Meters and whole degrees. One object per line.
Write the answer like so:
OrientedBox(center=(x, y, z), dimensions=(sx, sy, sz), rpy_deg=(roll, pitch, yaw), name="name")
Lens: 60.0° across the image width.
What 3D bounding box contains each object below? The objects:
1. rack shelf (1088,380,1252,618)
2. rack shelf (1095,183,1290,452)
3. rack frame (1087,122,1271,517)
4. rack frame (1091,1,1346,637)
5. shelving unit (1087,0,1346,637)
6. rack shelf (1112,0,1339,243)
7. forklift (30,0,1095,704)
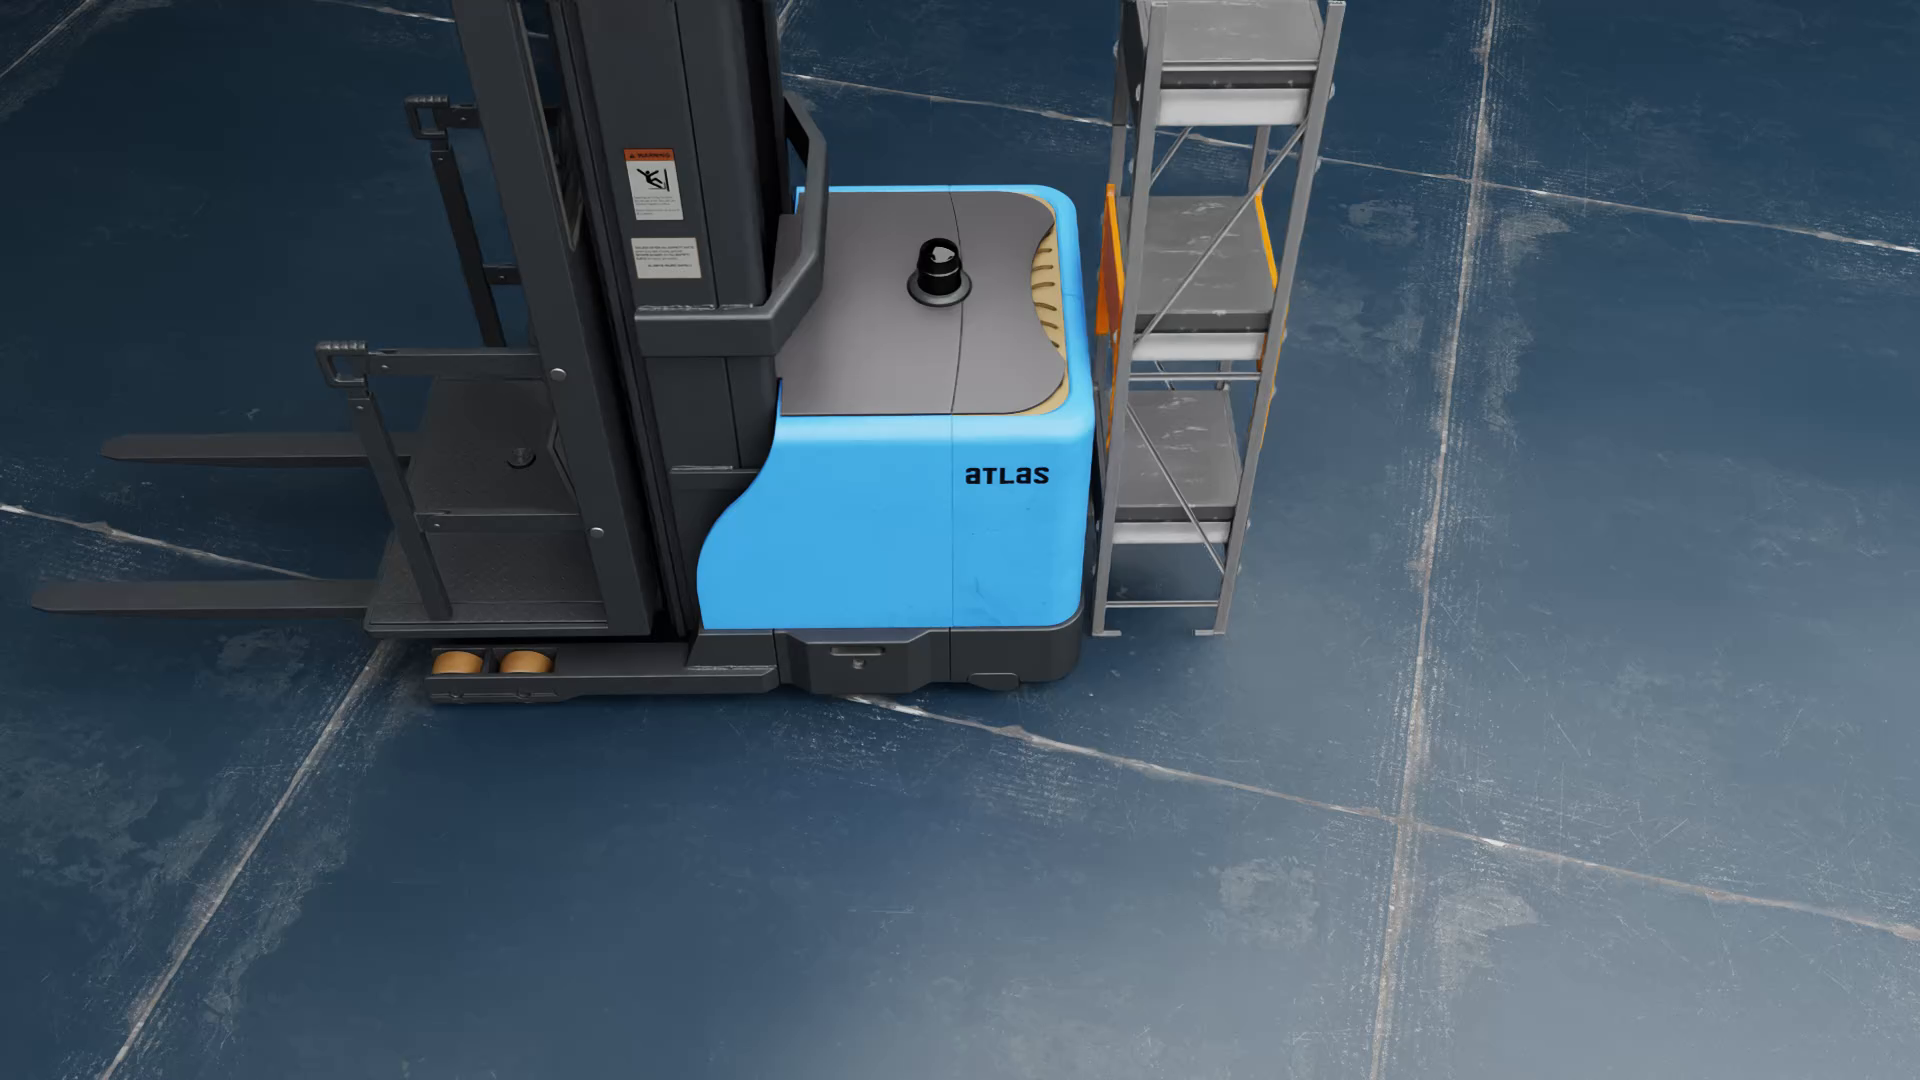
OrientedBox(center=(0.591, -0.121, 4.909), dimensions=(0.431, 0.518, 0.480), rpy_deg=(0, 49, 0), name="rack shelf")
OrientedBox(center=(0.591, -0.585, 4.384), dimensions=(0.431, 0.518, 0.480), rpy_deg=(0, 49, 0), name="rack shelf")
OrientedBox(center=(0.589, -0.777, 4.535), dimensions=(0.400, 2.100, 0.015), rpy_deg=(0, 49, 0), name="rack frame")
OrientedBox(center=(0.594, -0.411, 4.212), dimensions=(0.400, 2.100, 0.015), rpy_deg=(0, 49, 0), name="rack frame")
OrientedBox(center=(0.591, -0.594, 4.373), dimensions=(0.431, 2.100, 0.503), rpy_deg=(0, 49, 0), name="shelving unit")
OrientedBox(center=(0.591, -1.048, 3.859), dimensions=(0.431, 0.518, 0.480), rpy_deg=(0, 49, 0), name="rack shelf")
OrientedBox(center=(-1.170, -0.896, 4.086), dimensions=(3.031, 2.935, 1.130), rpy_deg=(0, 49, 0), name="forklift")
